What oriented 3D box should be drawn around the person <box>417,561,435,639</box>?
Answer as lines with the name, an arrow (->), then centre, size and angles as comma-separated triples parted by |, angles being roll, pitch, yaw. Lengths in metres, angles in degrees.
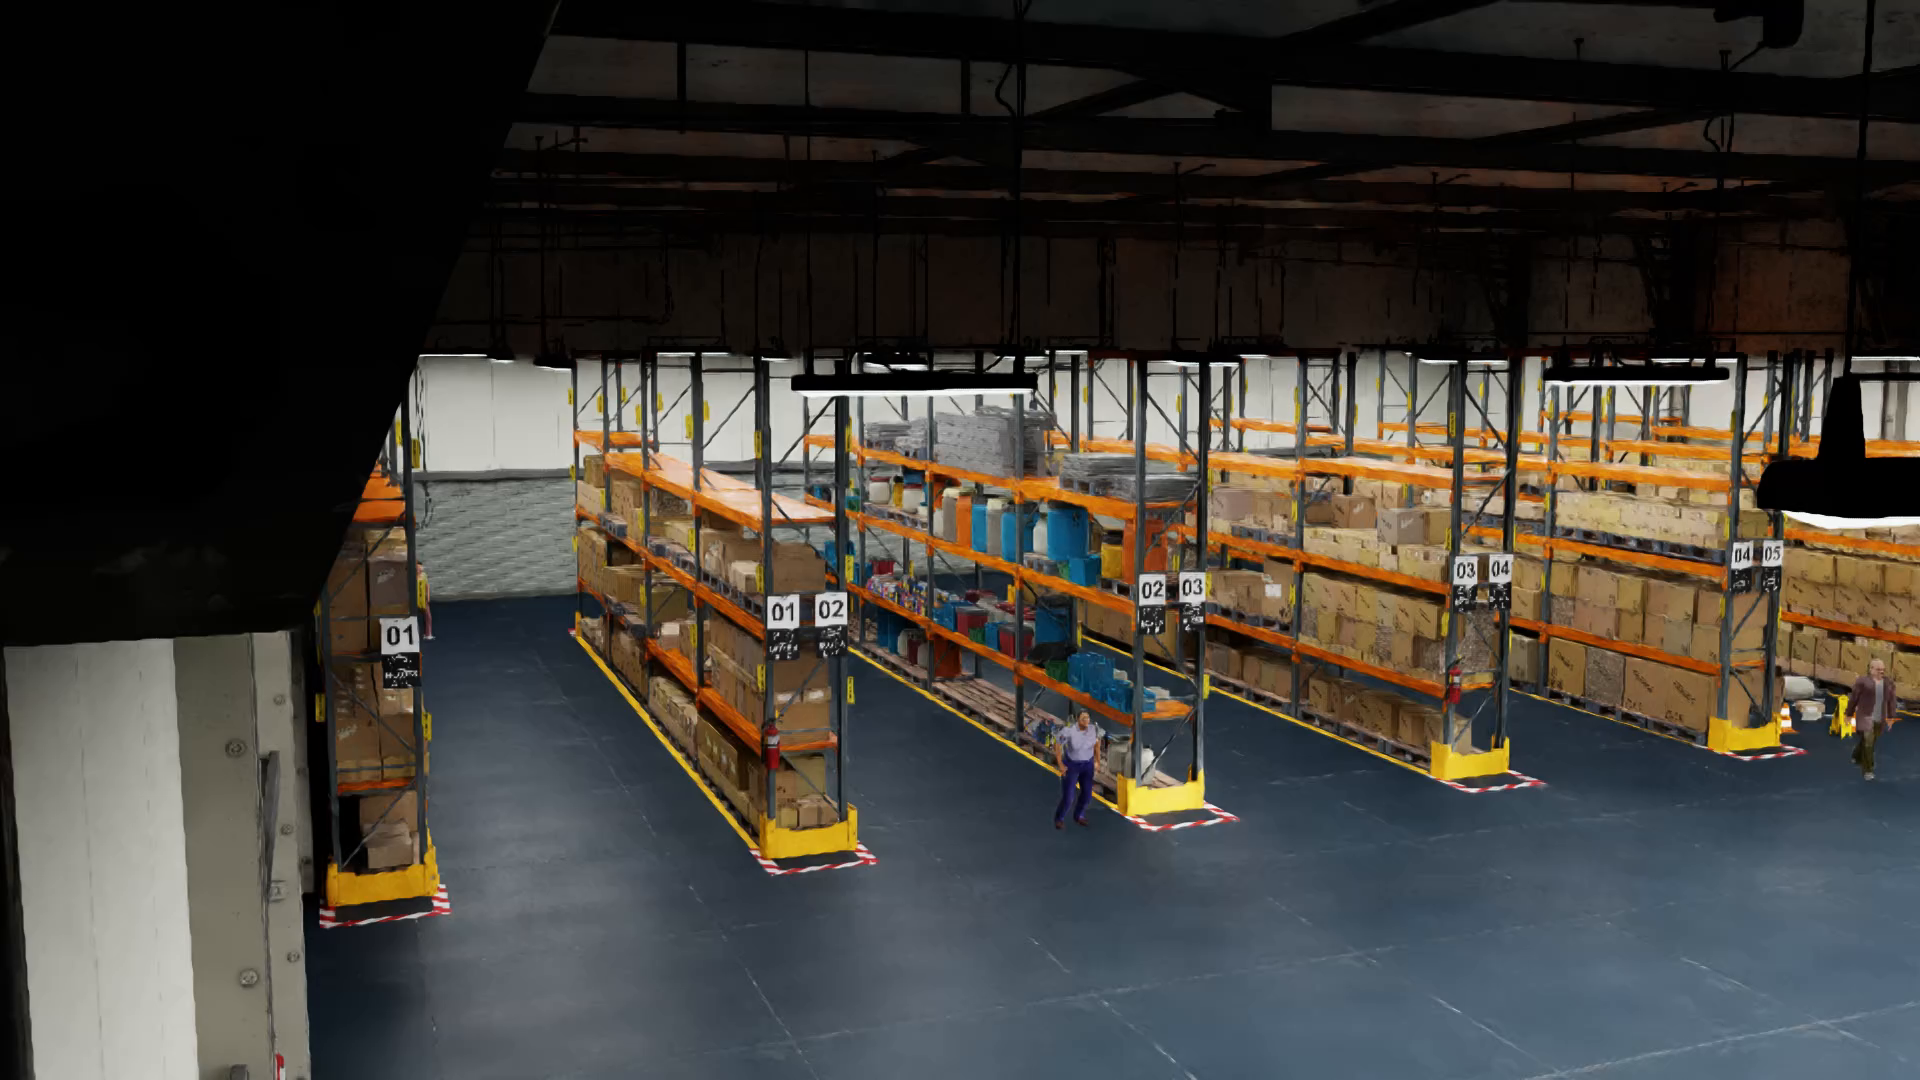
person -> -11.256, 1.230, 34.504 | 0.585, 1.637, 0.691 | -6, 9, -41

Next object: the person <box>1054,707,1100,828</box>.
person -> 1.500, 2.905, 21.327 | 0.625, 1.596, 0.517 | -3, 8, -23

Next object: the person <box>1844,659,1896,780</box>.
person -> 13.044, 2.526, 23.815 | 0.630, 1.723, 1.046 | 0, 7, -1
